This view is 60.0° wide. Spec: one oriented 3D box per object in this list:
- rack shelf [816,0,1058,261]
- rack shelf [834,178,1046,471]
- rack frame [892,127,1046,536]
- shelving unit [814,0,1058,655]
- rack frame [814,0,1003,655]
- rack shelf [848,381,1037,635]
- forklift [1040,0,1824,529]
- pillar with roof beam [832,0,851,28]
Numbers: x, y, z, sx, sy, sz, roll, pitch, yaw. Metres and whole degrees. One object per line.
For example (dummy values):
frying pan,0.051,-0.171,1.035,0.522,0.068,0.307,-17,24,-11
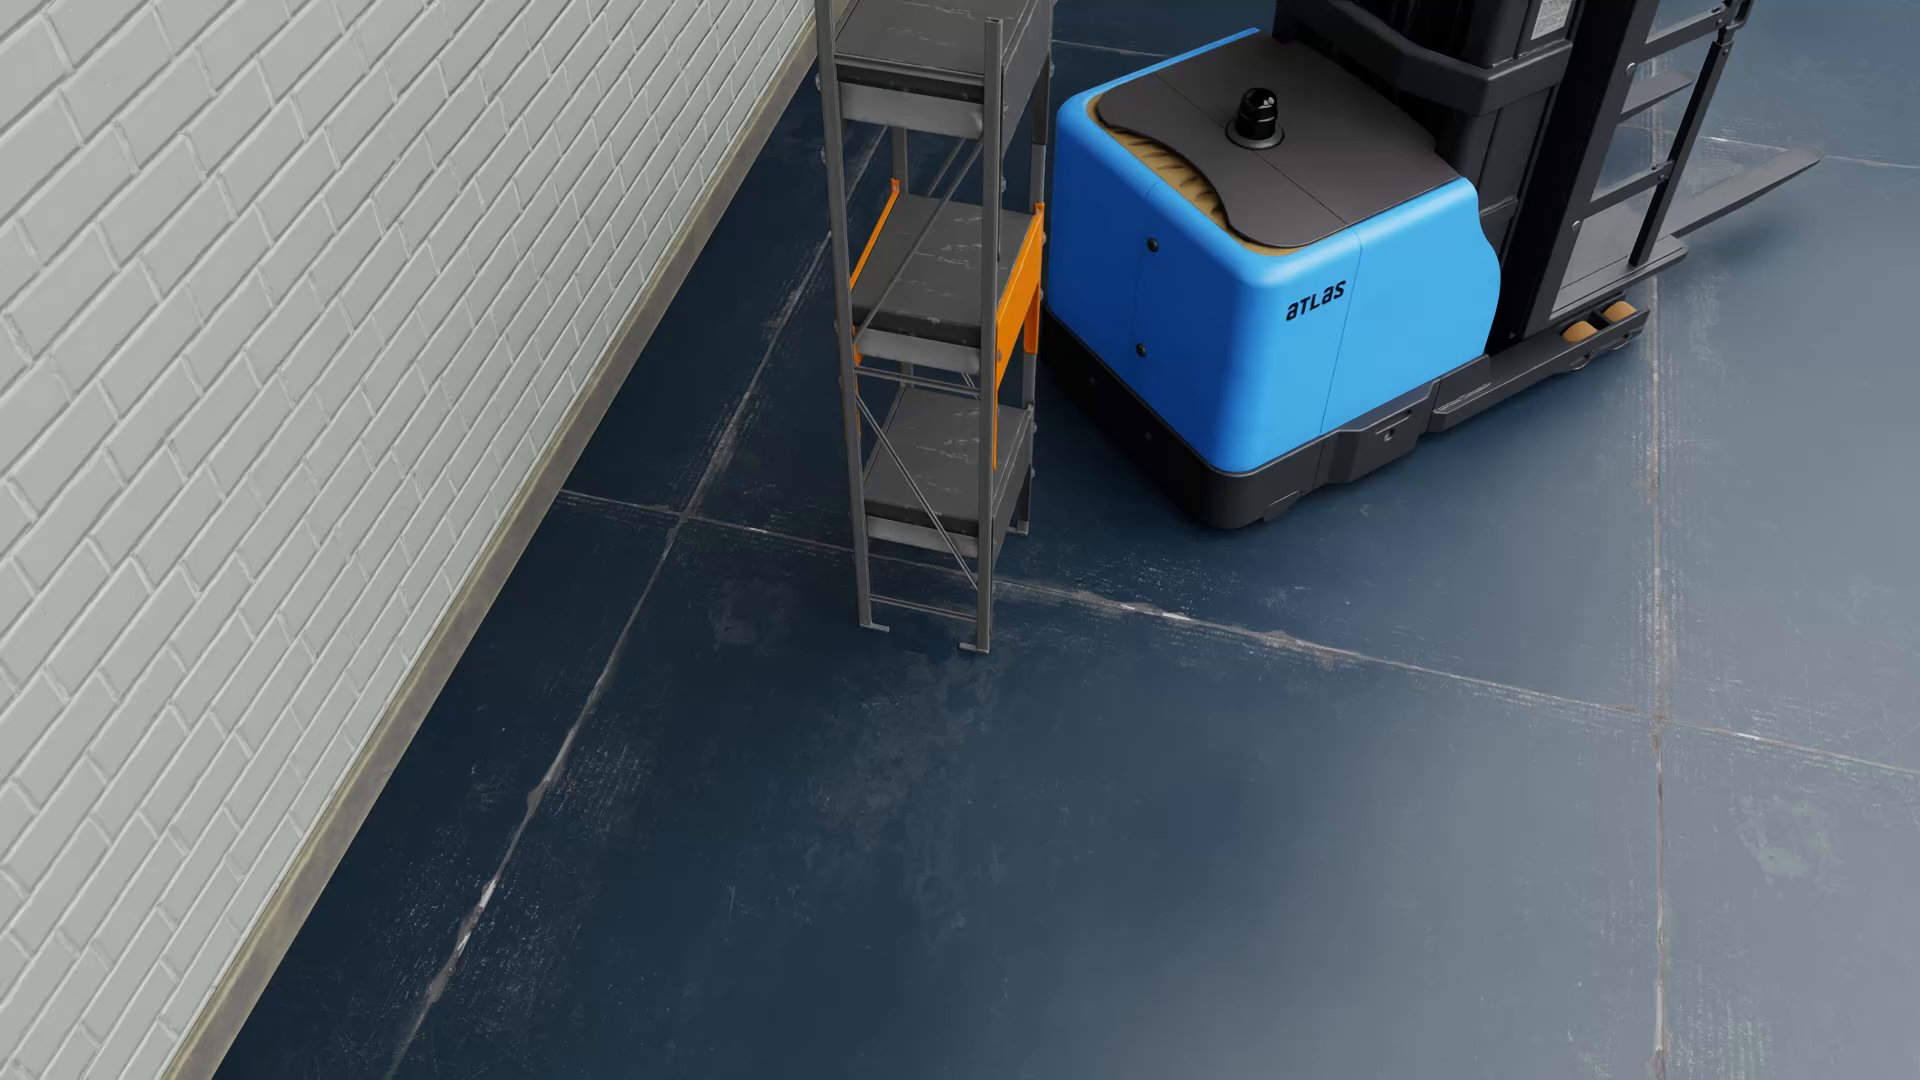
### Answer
rack shelf,-0.044,-1.029,3.842,0.431,0.518,0.480,12,50,10
rack shelf,-0.044,-0.566,4.367,0.431,0.518,0.480,12,50,10
rack frame,0.021,-0.752,4.513,0.400,2.100,0.015,12,50,10
shelving unit,-0.044,-0.575,4.357,0.431,2.100,0.503,12,50,10
rack frame,-0.108,-0.399,4.201,0.400,2.100,0.015,12,50,10
rack shelf,-0.044,-0.103,4.892,0.431,0.518,0.480,12,50,10
forklift,1.791,-1.870,4.945,3.031,2.935,1.130,-26,53,-21
pillar with roof beam,3.758,-4.439,3.166,9.100,9.000,0.400,12,50,10
